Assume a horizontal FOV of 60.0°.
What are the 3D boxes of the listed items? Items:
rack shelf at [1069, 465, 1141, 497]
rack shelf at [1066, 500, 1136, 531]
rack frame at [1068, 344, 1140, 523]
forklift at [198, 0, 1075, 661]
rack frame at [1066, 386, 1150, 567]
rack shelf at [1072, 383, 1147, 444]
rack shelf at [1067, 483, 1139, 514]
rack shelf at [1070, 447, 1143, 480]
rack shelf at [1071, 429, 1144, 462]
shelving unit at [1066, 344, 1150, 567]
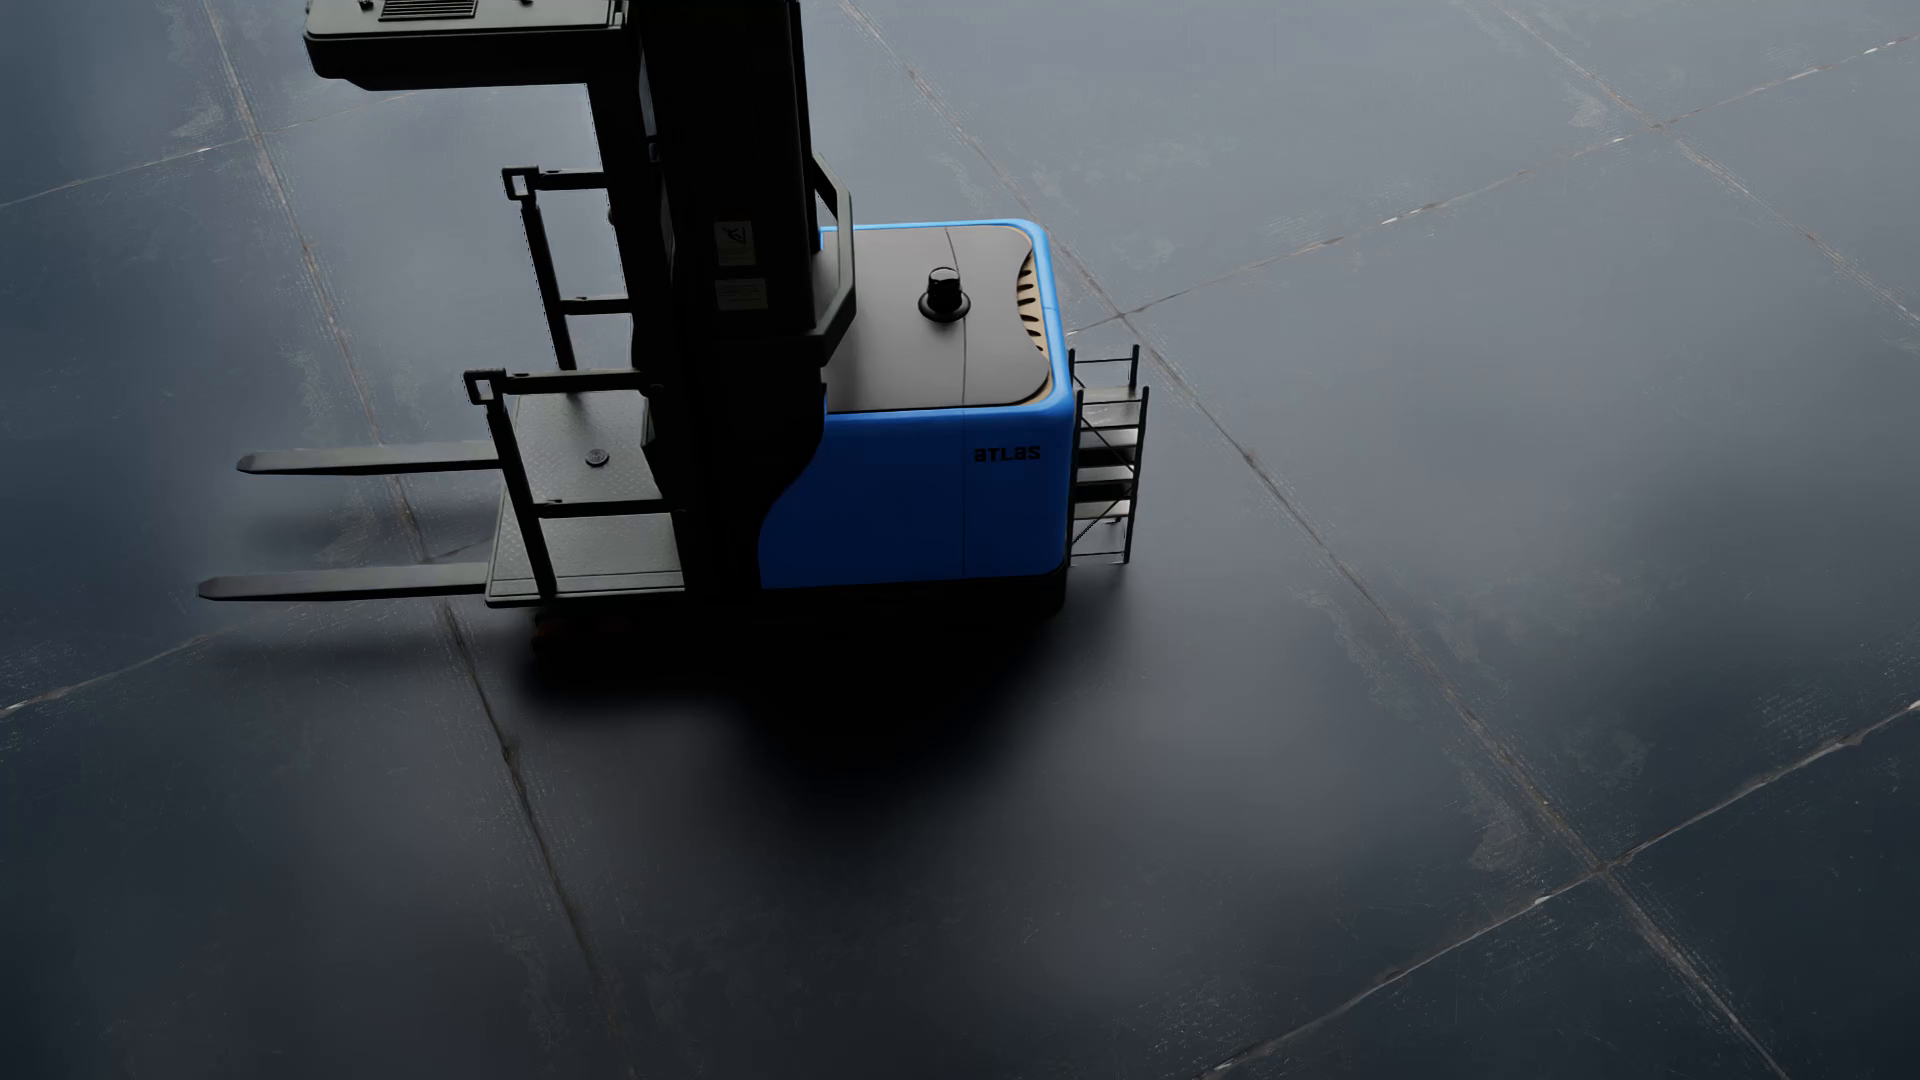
[{"bbox_3d":[0.498,-0.259,5.923,0.258,0.077,0.200,-4,49,-3],"label":"rack shelf"},{"bbox_3d":[0.498,-0.140,6.058,0.258,0.077,0.200,-4,49,-3],"label":"rack shelf"},{"bbox_3d":[0.489,-0.357,5.964,0.240,0.900,0.006,-4,49,-3],"label":"rack frame"},{"bbox_3d":[-1.165,-0.952,5.135,3.031,2.935,1.130,-3,49,-3],"label":"forklift"},{"bbox_3d":[0.507,-0.205,5.831,0.240,0.900,0.006,-4,49,-3],"label":"rack frame"},{"bbox_3d":[0.498,-0.437,5.720,0.258,0.077,0.200,-4,49,-3],"label":"rack shelf"},{"bbox_3d":[0.498,-0.200,5.991,0.258,0.077,0.200,-4,49,-3],"label":"rack shelf"},{"bbox_3d":[0.498,-0.318,5.855,0.258,0.077,0.200,-4,49,-3],"label":"rack shelf"},{"bbox_3d":[0.498,-0.377,5.787,0.258,0.077,0.200,-4,49,-3],"label":"rack shelf"},{"bbox_3d":[0.498,-0.281,5.898,0.258,0.900,0.210,-4,49,-3],"label":"shelving unit"}]
